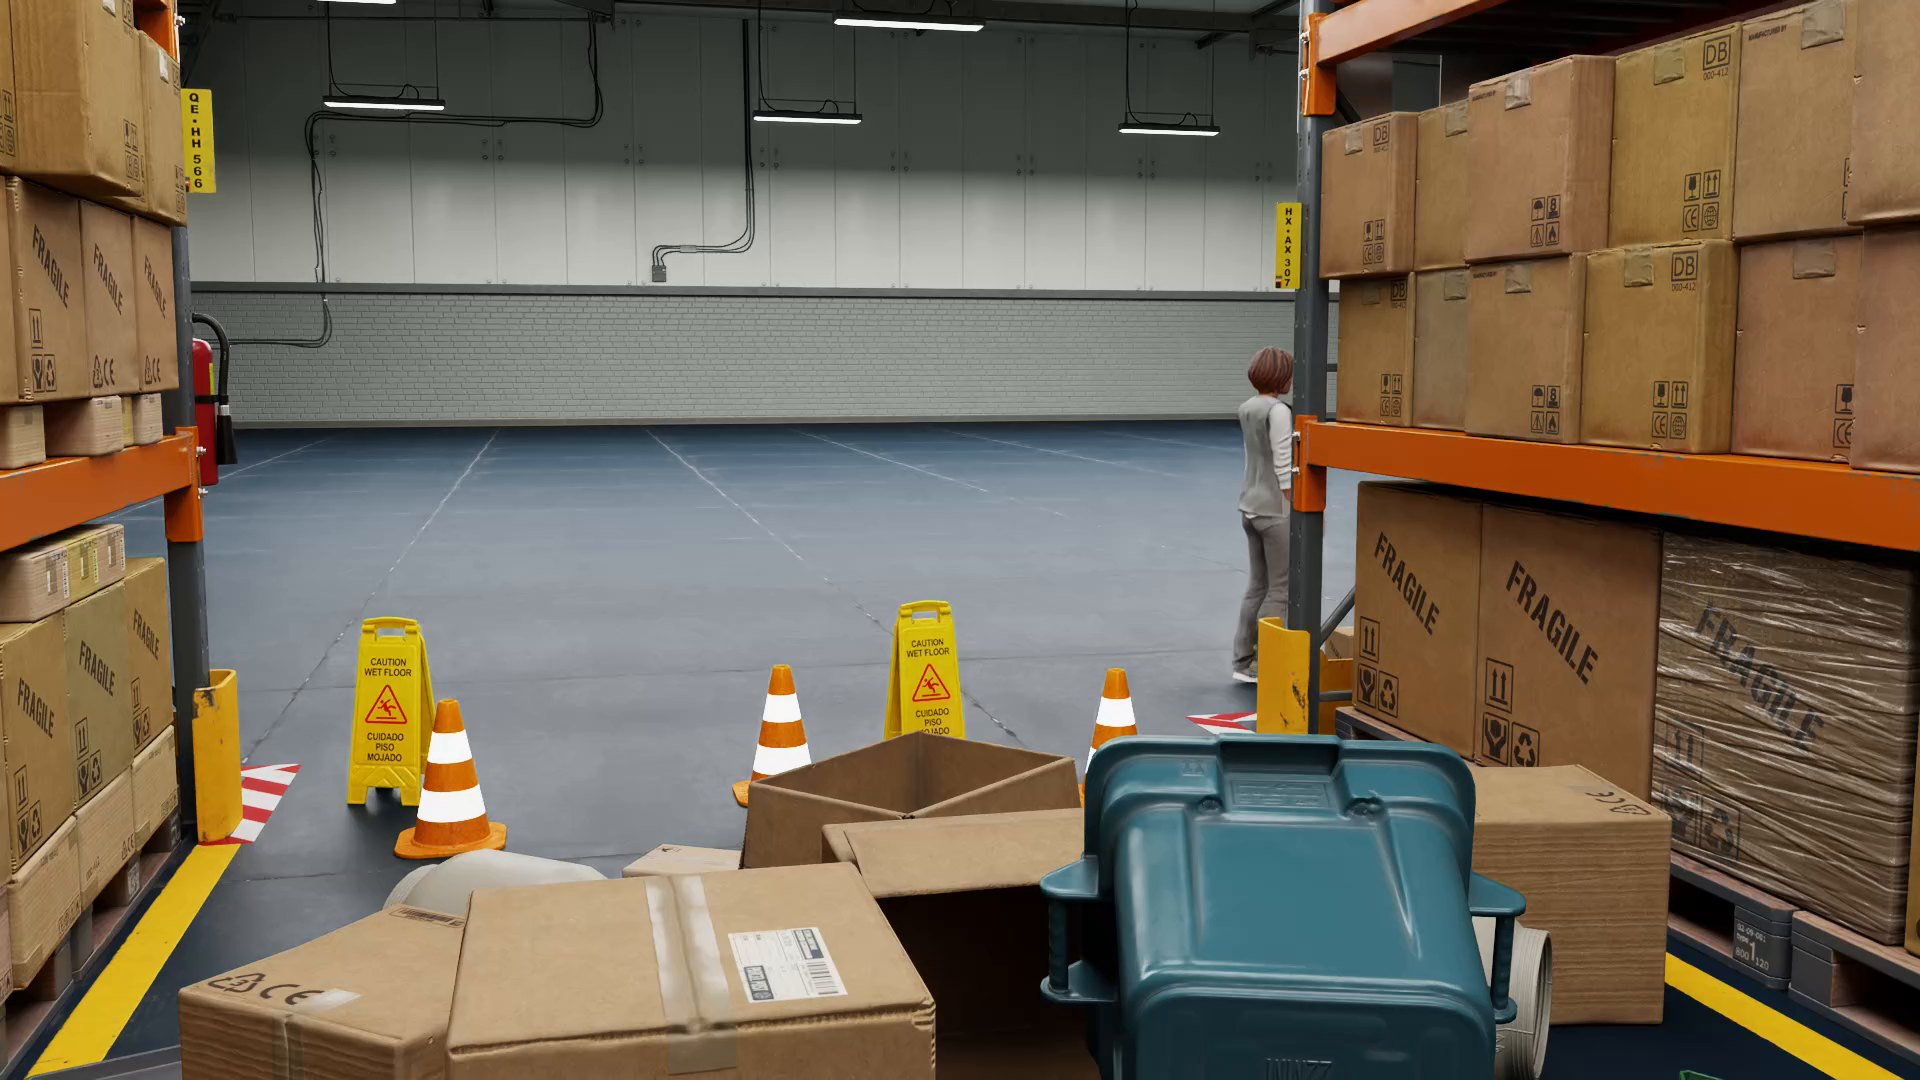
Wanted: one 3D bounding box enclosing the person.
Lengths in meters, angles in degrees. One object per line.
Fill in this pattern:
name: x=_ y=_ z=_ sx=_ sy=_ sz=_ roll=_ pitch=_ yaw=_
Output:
person: x=1.466 y=-0.039 z=7.795 sx=0.321 sy=1.512 sz=0.409 roll=-1 pitch=6 yaw=-12
